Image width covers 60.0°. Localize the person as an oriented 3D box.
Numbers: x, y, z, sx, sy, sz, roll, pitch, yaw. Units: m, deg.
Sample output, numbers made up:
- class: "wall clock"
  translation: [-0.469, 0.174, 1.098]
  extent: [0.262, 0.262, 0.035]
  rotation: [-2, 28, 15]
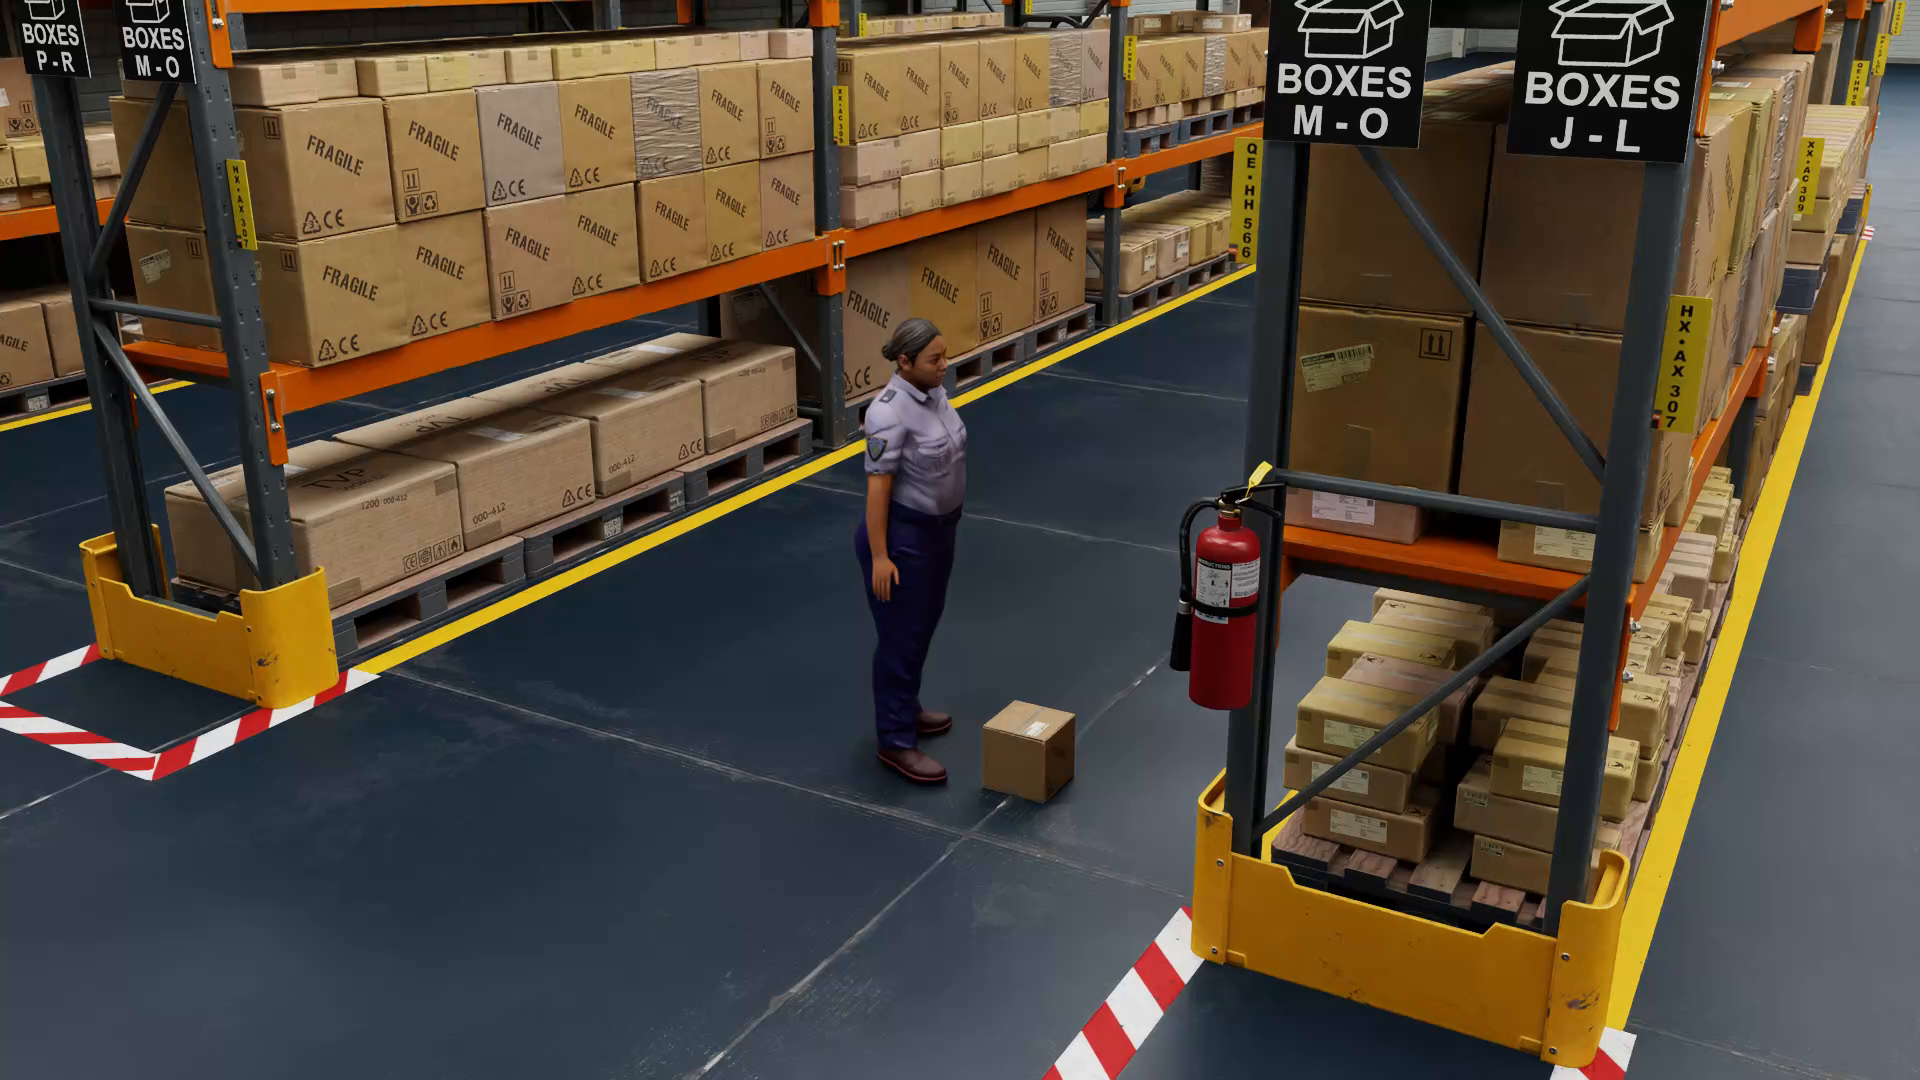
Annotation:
- class: "person"
  translation: [-0.167, 0.016, 5.996]
  extent: [0.408, 1.656, 0.535]
  rotation: [8, 21, 22]
